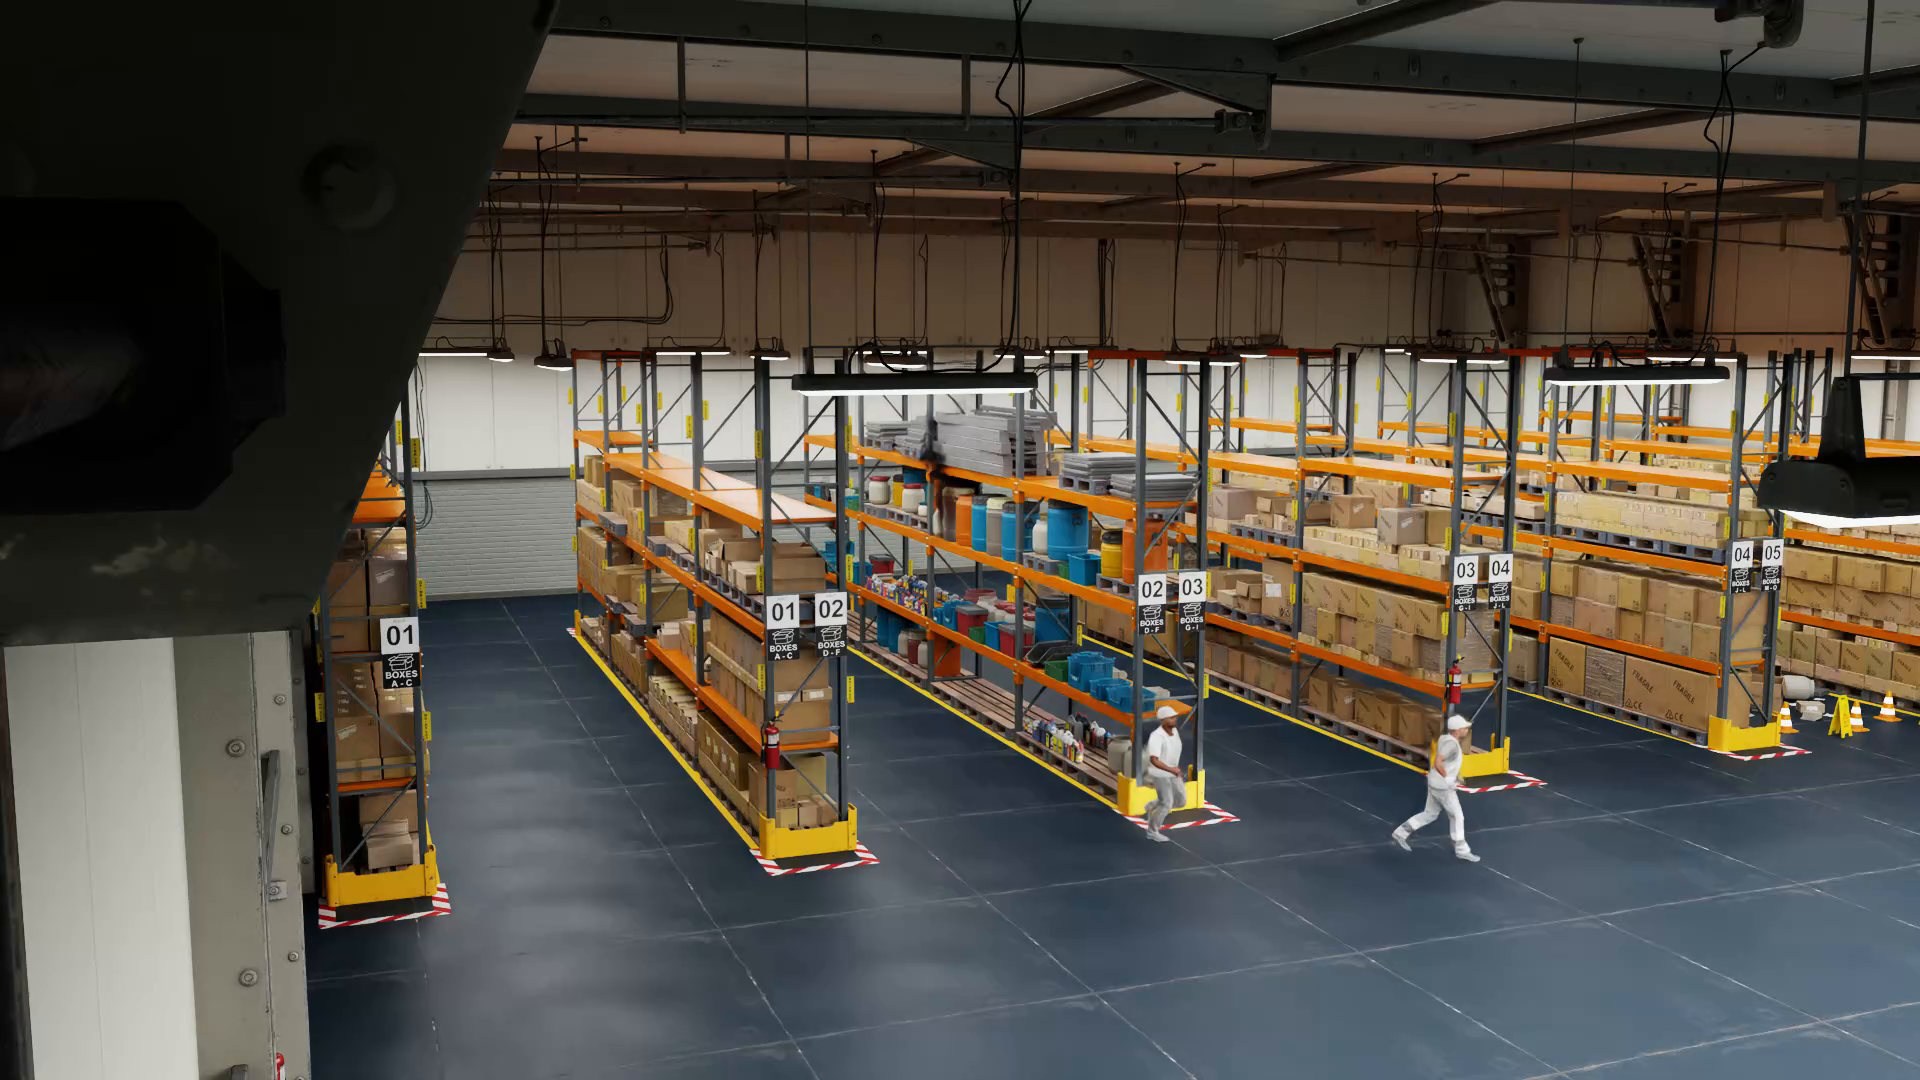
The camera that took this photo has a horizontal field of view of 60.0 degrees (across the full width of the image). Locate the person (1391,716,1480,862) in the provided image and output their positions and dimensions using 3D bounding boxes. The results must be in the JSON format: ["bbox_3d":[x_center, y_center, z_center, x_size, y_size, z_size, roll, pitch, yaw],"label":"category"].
[{"bbox_3d":[5.728,2.968,19.931,1.054,1.764,0.665,1,7,10],"label":"person"}]

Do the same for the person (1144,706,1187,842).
[{"bbox_3d":[2.583,2.907,20.747,0.648,1.719,0.723,5,8,33],"label":"person"}]
